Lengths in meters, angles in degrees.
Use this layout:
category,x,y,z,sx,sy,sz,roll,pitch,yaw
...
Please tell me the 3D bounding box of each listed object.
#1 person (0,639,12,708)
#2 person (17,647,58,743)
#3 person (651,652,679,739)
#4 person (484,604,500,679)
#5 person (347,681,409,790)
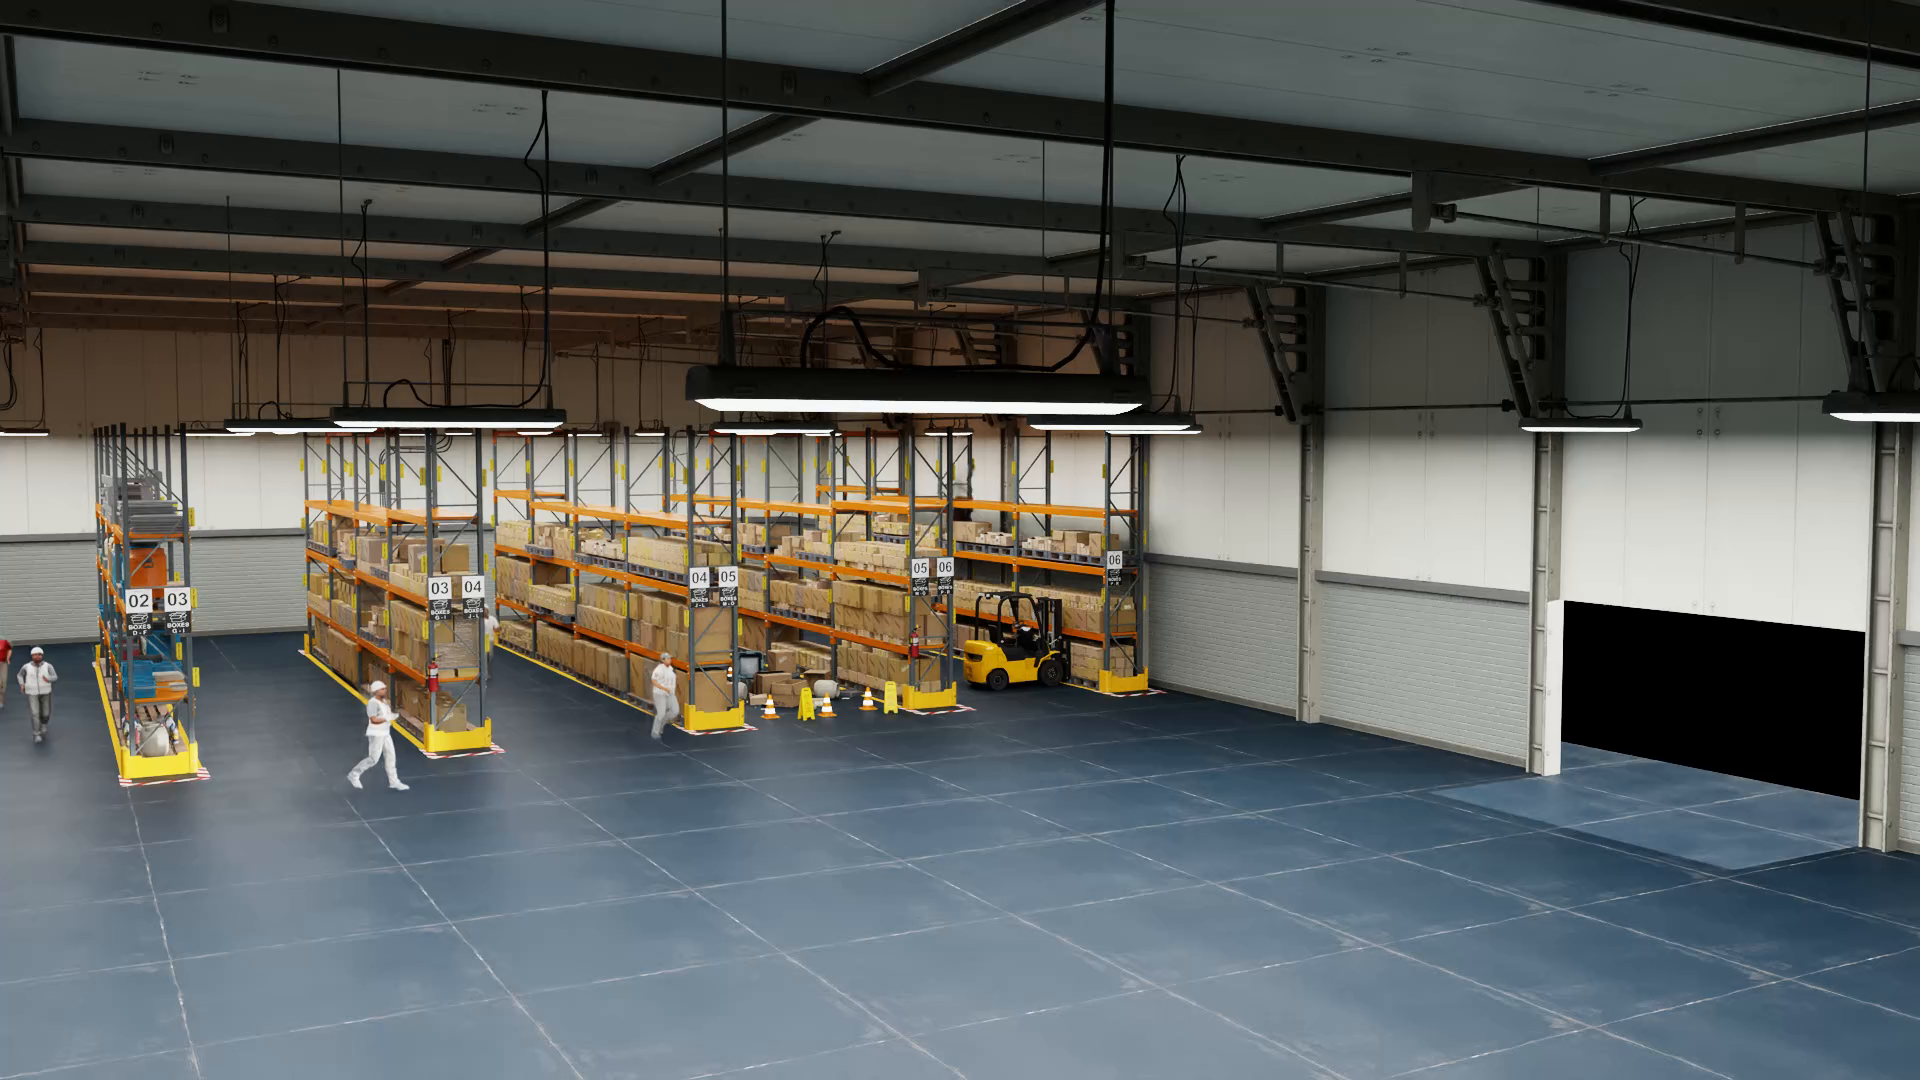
category,x,y,z,sx,sy,sz,roll,pitch,yaw
person,-20.636,2.736,35.608,0.663,1.689,0.752,-3,5,-41
person,-17.498,2.908,31.565,0.662,1.751,0.964,-2,4,-34
person,-5.645,2.979,32.005,0.499,1.627,0.620,2,4,34
person,-11.383,2.416,39.880,0.710,1.747,0.968,-2,4,-33
person,-9.445,3.167,26.949,0.963,1.775,0.705,0,3,0
